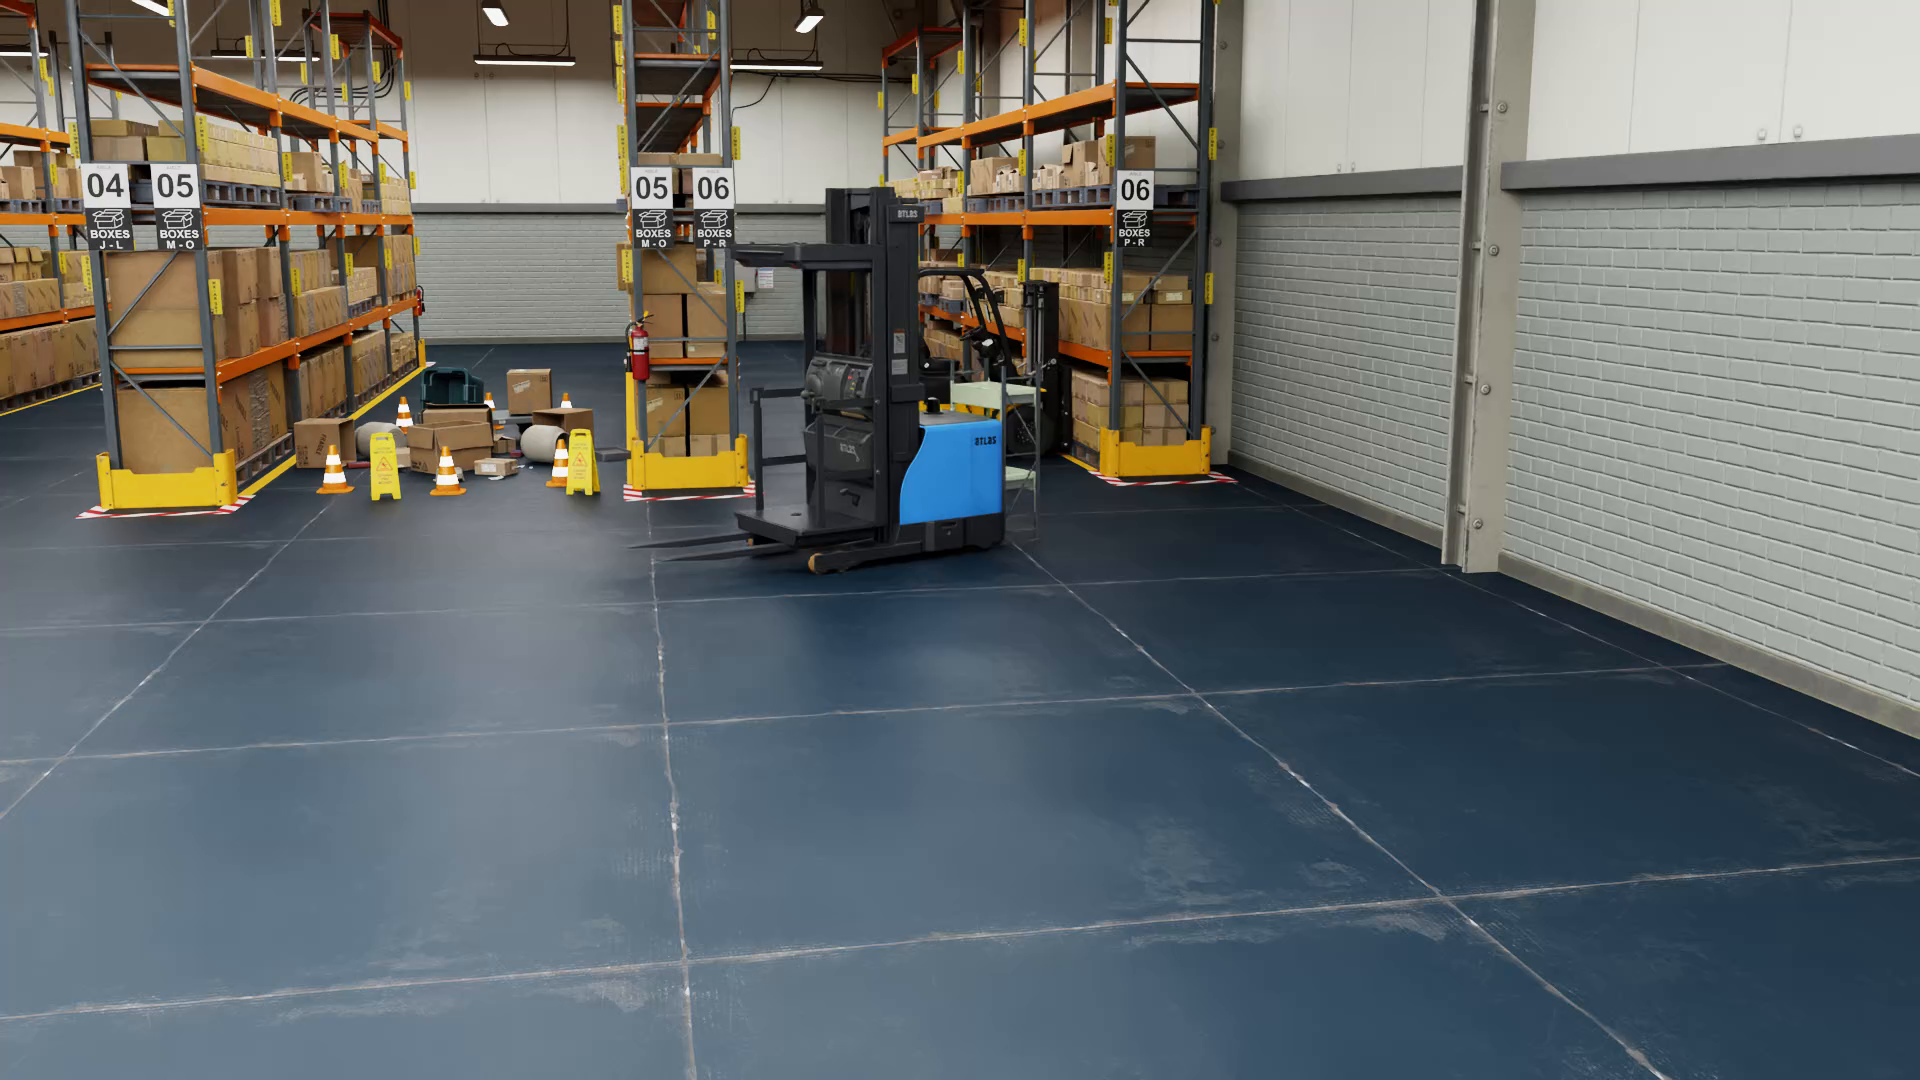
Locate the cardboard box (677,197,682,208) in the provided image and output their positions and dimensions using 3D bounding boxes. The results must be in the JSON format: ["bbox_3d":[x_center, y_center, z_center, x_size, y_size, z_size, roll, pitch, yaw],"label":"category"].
[{"bbox_3d":[-2.975,-3.770,18.631,0.380,0.149,0.250,-2,11,-12],"label":"cardboard box"}]

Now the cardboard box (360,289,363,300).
[{"bbox_3d":[-9.355,-3.752,25.435,0.380,0.149,0.250,-2,11,-13],"label":"cardboard box"}]

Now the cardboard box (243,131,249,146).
[{"bbox_3d":[-7.699,-4.218,17.463,0.380,0.149,0.250,-2,11,-10],"label":"cardboard box"}]

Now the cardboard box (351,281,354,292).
[{"bbox_3d":[-9.213,-3.758,24.673,0.380,0.149,0.250,-2,11,-11],"label":"cardboard box"}]

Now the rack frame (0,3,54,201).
[{"bbox_3d":[-14.819,-6.808,25.896,1.000,3.000,0.127,-2,11,-11],"label":"rack frame"}]

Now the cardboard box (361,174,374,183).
[{"bbox_3d":[-9.753,-5.926,27.283,0.380,0.149,0.250,-2,11,-12],"label":"cardboard box"}]

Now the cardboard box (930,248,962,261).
[{"bbox_3d":[-0.259,-5.126,30.704,0.500,0.500,0.500,-2,11,-13],"label":"cardboard box"}]

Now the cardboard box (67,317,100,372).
[{"bbox_3d":[-15.044,-3.312,28.134,0.875,0.875,0.875,-2,11,-11],"label":"cardboard box"}]

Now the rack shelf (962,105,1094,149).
[{"bbox_3d":[0.937,-5.699,23.064,1.077,0.370,4.000,-2,11,-11],"label":"rack shelf"}]

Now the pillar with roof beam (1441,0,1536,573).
[{"bbox_3d":[-0.204,-4.052,11.417,9.100,9.000,0.400,-2,11,-11],"label":"pillar with roof beam"}]

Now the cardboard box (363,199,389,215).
[{"bbox_3d":[-9.766,-5.517,27.537,0.500,0.250,0.500,-2,11,-8],"label":"cardboard box"}]

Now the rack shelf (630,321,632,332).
[{"bbox_3d":[-3.932,-2.767,22.636,1.077,0.370,4.000,-2,11,-11],"label":"rack shelf"}]

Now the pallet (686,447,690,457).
[{"bbox_3d":[-2.903,-0.814,17.910,1.003,0.211,1.213,-2,11,-11],"label":"pallet"}]

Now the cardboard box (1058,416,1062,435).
[{"bbox_3d":[1.403,-1.409,19.810,0.500,0.250,0.500,-2,11,-9],"label":"cardboard box"}]

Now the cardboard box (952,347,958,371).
[{"bbox_3d":[0.167,-2.809,26.493,0.500,0.500,0.500,-2,11,-12],"label":"cardboard box"}]

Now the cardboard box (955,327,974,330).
[{"bbox_3d":[0.124,-3.642,29.136,0.380,0.149,0.250,-3,11,-13],"label":"cardboard box"}]

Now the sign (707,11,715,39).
[{"bbox_3d":[-3.007,-6.215,20.071,0.100,0.325,0.005,-2,11,-11],"label":"sign"}]

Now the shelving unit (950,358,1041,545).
[{"bbox_3d":[0.296,-0.772,14.239,0.431,1.500,0.755,-8,13,-35],"label":"shelving unit"}]

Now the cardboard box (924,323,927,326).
[{"bbox_3d":[-0.982,-4.000,32.743,0.797,0.503,0.637,-3,11,-13],"label":"cardboard box"}]

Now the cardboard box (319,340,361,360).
[{"bbox_3d":[-9.053,-2.771,24.288,0.500,0.250,0.500,-3,11,-14],"label":"cardboard box"}]

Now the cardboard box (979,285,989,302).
[{"bbox_3d":[0.575,-3.562,23.950,0.500,0.250,0.500,-2,11,-12],"label":"cardboard box"}]

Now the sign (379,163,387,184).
[{"bbox_3d":[-9.391,-5.964,27.051,0.100,0.325,0.005,-2,11,-11],"label":"sign"}]

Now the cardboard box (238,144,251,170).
[{"bbox_3d":[-7.738,-3.998,17.373,0.500,0.250,0.500,-2,11,-11],"label":"cardboard box"}]

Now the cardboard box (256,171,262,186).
[{"bbox_3d":[-7.796,-3.919,18.024,0.380,0.149,0.250,-2,11,-10],"label":"cardboard box"}]

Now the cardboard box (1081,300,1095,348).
[{"bbox_3d":[1.658,-2.426,18.655,0.500,0.500,0.500,-2,11,-9],"label":"cardboard box"}]

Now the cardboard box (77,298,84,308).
[{"bbox_3d":[-14.654,-3.900,27.336,0.380,0.149,0.250,-2,11,-9],"label":"cardboard box"}]

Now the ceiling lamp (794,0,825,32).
[{"bbox_3d":[-2.223,-9.983,26.968,0.800,3.185,2.000,-2,11,-11],"label":"ceiling lamp"}]

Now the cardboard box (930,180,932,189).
[{"bbox_3d":[-0.285,-5.849,27.368,0.380,0.149,0.250,-2,11,-11],"label":"cardboard box"}]

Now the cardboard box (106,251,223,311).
[{"bbox_3d":[-7.635,-2.495,15.994,0.875,0.550,0.550,-2,11,-11],"label":"cardboard box"}]

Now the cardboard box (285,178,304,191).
[{"bbox_3d":[-8.396,-4.427,20.692,0.380,0.149,0.250,-2,11,-11],"label":"cardboard box"}]

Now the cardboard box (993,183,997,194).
[{"bbox_3d":[0.664,-4.872,23.032,0.380,0.149,0.250,-2,11,-12],"label":"cardboard box"}]

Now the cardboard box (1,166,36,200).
[{"bbox_3d":[-14.697,-5.483,25.571,0.700,0.500,0.500,-2,11,-10],"label":"cardboard box"}]

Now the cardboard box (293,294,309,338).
[{"bbox_3d":[-8.217,-2.710,20.147,0.500,0.500,0.500,-2,11,-10],"label":"cardboard box"}]

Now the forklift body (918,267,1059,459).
[{"bbox_3d":[-0.055,-2.066,19.297,2.313,2.155,1.214,-2,11,-11],"label":"forklift body"}]

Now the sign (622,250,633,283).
[{"bbox_3d":[-3.313,-2.727,16.562,0.100,0.325,0.005,-2,11,-11],"label":"sign"}]

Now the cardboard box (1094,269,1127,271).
[{"bbox_3d":[1.867,-3.262,20.514,0.380,0.149,0.250,-2,11,-12],"label":"cardboard box"}]

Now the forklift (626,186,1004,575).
[{"bbox_3d":[-1.136,-1.285,13.109,3.031,2.935,1.130,-7,13,-34],"label":"forklift"}]

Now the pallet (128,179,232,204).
[{"bbox_3d":[-7.755,-3.387,16.184,1.003,0.211,1.213,-2,11,-11],"label":"pallet"}]

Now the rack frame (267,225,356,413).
[{"bbox_3d":[-9.157,-3.289,23.452,1.000,3.000,0.127,-2,11,-11],"label":"rack frame"}]

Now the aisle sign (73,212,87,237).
[{"bbox_3d":[-15.906,-5.873,30.080,0.394,0.787,0.004,-2,11,-11],"label":"aisle sign"}]

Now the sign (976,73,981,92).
[{"bbox_3d":[0.313,-7.907,28.751,0.100,0.325,0.005,-2,11,-11],"label":"sign"}]

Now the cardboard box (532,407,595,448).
[{"bbox_3d":[-4.669,-1.281,19.582,0.500,0.500,0.500,6,12,28],"label":"cardboard box"}]

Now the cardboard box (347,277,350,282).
[{"bbox_3d":[-9.155,-3.850,24.359,0.380,0.149,0.250,-2,11,-11],"label":"cardboard box"}]

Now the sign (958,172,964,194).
[{"bbox_3d":[0.015,-5.377,25.017,0.100,0.325,0.005,-2,11,-11],"label":"sign"}]

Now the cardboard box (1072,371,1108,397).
[{"bbox_3d":[1.495,-1.807,19.222,0.500,0.250,0.500,-2,11,-10],"label":"cardboard box"}]

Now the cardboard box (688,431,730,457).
[{"bbox_3d":[-2.650,-1.033,17.835,0.500,0.250,0.500,-2,11,-11],"label":"cardboard box"}]

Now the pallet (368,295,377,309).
[{"bbox_3d":[-9.929,-3.783,26.561,1.003,0.211,1.213,-2,11,-11],"label":"pallet"}]

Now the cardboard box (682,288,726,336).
[{"bbox_3d":[-2.789,-2.500,18.248,0.500,0.500,0.500,-2,11,-12],"label":"cardboard box"}]

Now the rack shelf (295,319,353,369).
[{"bbox_3d":[-8.768,-2.568,21.592,1.077,0.370,4.000,-2,11,-11],"label":"rack shelf"}]
